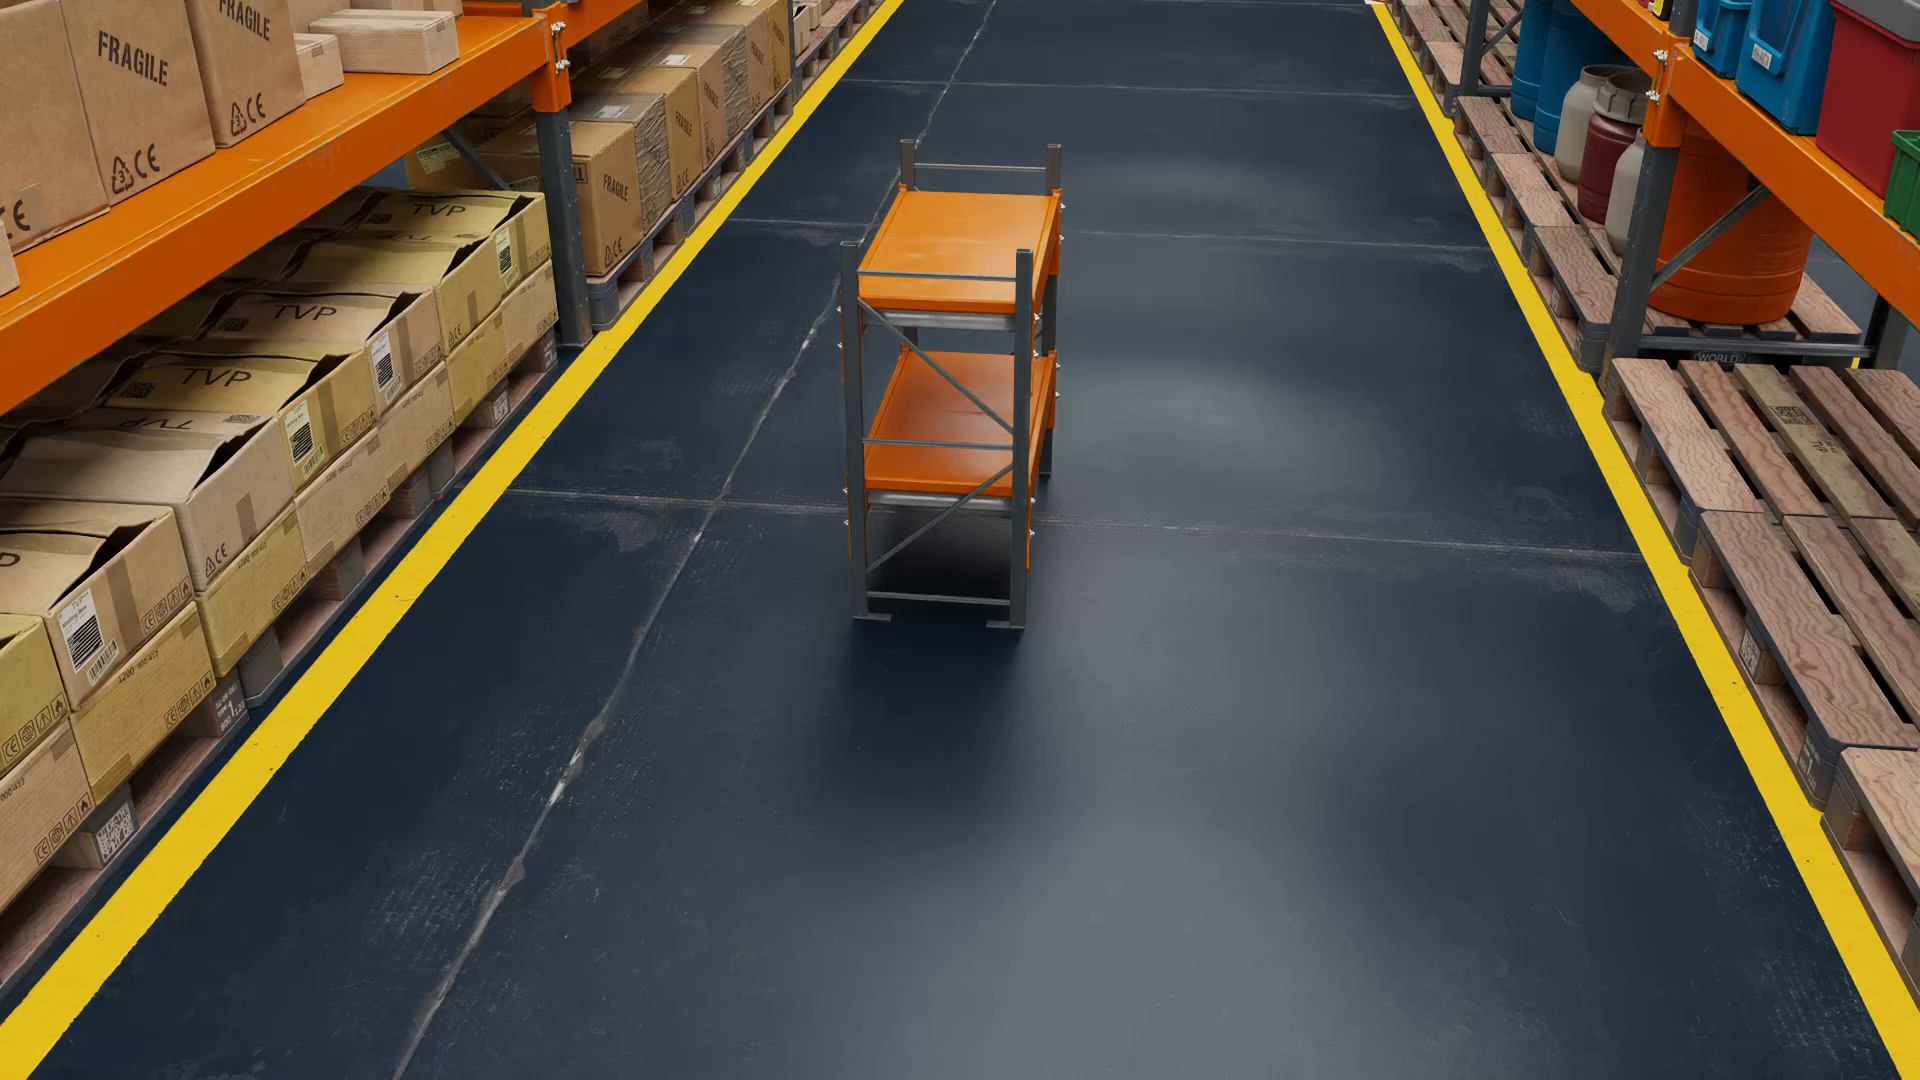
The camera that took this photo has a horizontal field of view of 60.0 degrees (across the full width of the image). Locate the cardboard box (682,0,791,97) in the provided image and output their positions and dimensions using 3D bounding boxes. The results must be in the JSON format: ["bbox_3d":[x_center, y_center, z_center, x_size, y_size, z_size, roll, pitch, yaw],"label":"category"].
[{"bbox_3d":[-1.282,-2.867,9.581,0.500,0.500,0.500,3,28,6],"label":"cardboard box"}]

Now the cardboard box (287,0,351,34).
[{"bbox_3d":[-2.298,-1.691,5.320,0.500,0.311,0.500,3,28,6],"label":"cardboard box"}]

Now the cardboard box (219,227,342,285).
[{"bbox_3d":[-2.408,-0.884,5.593,0.500,0.311,0.500,3,28,5],"label":"cardboard box"}]

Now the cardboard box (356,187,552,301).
[{"bbox_3d":[-1.816,-1.100,5.995,0.500,0.311,0.500,4,29,8],"label":"cardboard box"}]

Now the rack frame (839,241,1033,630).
[{"bbox_3d":[-0.061,-0.259,4.545,0.500,1.125,0.032,3,28,6],"label":"rack frame"}]

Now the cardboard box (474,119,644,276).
[{"bbox_3d":[-1.657,-1.431,6.915,0.500,0.500,0.500,5,29,8],"label":"cardboard box"}]

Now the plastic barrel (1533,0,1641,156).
[{"bbox_3d":[3.239,-2.406,8.323,0.600,0.901,0.708,3,28,6],"label":"plastic barrel"}]

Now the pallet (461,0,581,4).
[{"bbox_3d":[-1.983,-2.379,6.705,1.213,0.211,1.003,3,28,6],"label":"pallet"}]

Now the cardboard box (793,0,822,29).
[{"bbox_3d":[-1.144,-3.562,11.222,0.380,0.166,0.250,3,28,6],"label":"cardboard box"}]

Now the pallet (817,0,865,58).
[{"bbox_3d":[-1.274,-3.694,11.885,1.003,0.211,1.213,3,28,6],"label":"pallet"}]

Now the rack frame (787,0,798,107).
[{"bbox_3d":[-1.506,-4.023,9.554,1.000,3.000,0.127,3,28,6],"label":"rack frame"}]

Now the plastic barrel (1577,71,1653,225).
[{"bbox_3d":[3.101,-1.736,7.410,0.600,0.588,0.708,3,28,6],"label":"plastic barrel"}]

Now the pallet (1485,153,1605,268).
[{"bbox_3d":[3.127,-1.569,7.939,1.003,0.211,1.213,3,28,6],"label":"pallet"}]

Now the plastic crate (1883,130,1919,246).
[{"bbox_3d":[2.362,-0.710,3.629,0.450,0.188,0.662,3,28,6],"label":"plastic crate"}]

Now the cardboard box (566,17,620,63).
[{"bbox_3d":[-1.991,-2.526,8.156,0.500,0.250,0.500,3,28,5],"label":"cardboard box"}]

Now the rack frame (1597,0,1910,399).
[{"bbox_3d":[2.919,-1.850,5.522,1.000,3.000,0.127,3,28,6],"label":"rack frame"}]

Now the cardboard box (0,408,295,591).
[{"bbox_3d":[-2.060,-0.137,4.207,0.500,0.311,0.500,2,28,5],"label":"cardboard box"}]

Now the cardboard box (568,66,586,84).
[{"bbox_3d":[-2.051,-1.931,7.842,0.500,0.500,0.500,2,28,4],"label":"cardboard box"}]

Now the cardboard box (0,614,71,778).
[{"bbox_3d":[-2.188,0.342,3.318,0.500,0.311,0.500,3,29,6],"label":"cardboard box"}]

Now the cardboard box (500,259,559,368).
[{"bbox_3d":[-1.819,-0.852,6.126,0.500,0.250,0.500,4,29,7],"label":"cardboard box"}]

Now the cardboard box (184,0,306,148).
[{"bbox_3d":[-2.186,-1.393,4.568,0.500,0.500,0.500,2,28,3],"label":"cardboard box"}]

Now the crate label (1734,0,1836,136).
[{"bbox_3d":[2.529,-1.414,4.674,0.502,0.435,0.616,3,28,6],"label":"crate label"}]

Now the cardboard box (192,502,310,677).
[{"bbox_3d":[-2.066,0.109,4.342,0.500,0.250,0.500,3,28,5],"label":"cardboard box"}]

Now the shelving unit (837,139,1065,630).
[{"bbox_3d":[0.001,-0.498,4.989,0.538,1.125,1.048,3,28,6],"label":"shelving unit"}]

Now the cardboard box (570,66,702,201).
[{"bbox_3d":[-1.532,-1.913,7.810,0.500,0.500,0.500,3,28,6],"label":"cardboard box"}]

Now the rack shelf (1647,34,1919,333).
[{"bbox_3d":[2.674,-0.592,3.945,1.077,0.370,4.000,3,28,6],"label":"rack shelf"}]

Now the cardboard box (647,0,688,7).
[{"bbox_3d":[-1.807,-2.902,9.646,0.500,0.500,0.500,2,28,4],"label":"cardboard box"}]

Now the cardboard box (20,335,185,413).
[{"bbox_3d":[-2.535,-0.402,4.698,0.500,0.311,0.500,3,28,6],"label":"cardboard box"}]

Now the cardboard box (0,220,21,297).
[{"bbox_3d":[-2.175,-0.552,3.376,0.380,0.149,0.250,3,28,6],"label":"cardboard box"}]

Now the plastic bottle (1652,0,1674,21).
[{"bbox_3d":[2.546,-2.014,5.949,0.061,0.283,0.133,3,28,6],"label":"plastic bottle"}]

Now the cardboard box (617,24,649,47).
[{"bbox_3d":[-1.930,-2.416,8.743,0.500,0.500,0.500,4,29,7],"label":"cardboard box"}]

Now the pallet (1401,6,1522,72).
[{"bbox_3d":[3.608,-3.430,11.394,1.003,0.211,1.213,3,28,6],"label":"pallet"}]

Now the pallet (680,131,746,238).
[{"bbox_3d":[-1.715,-1.834,8.432,1.003,0.211,1.213,3,28,6],"label":"pallet"}]

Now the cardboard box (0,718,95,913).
[{"bbox_3d":[-2.191,0.593,3.443,0.500,0.250,0.500,3,28,5],"label":"cardboard box"}]

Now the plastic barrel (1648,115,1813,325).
[{"bbox_3d":[2.962,-1.311,6.366,0.600,0.830,0.708,3,28,6],"label":"plastic barrel"}]

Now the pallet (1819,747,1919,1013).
[{"bbox_3d":[2.487,0.888,3.379,1.003,0.211,1.213,3,28,6],"label":"pallet"}]

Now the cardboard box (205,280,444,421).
[{"bbox_3d":[-1.938,-0.618,5.099,0.500,0.311,0.500,3,28,6],"label":"cardboard box"}]

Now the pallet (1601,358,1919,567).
[{"bbox_3d":[2.786,-0.260,5.510,1.003,0.211,1.213,3,28,6],"label":"pallet"}]

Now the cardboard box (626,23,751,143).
[{"bbox_3d":[-1.413,-2.399,8.712,0.500,0.500,0.500,4,29,7],"label":"cardboard box"}]

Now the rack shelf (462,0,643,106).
[{"bbox_3d":[-1.751,-2.765,7.977,1.077,0.370,4.000,3,28,6],"label":"rack shelf"}]

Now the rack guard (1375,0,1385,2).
[{"bbox_3d":[3.890,-4.528,13.127,1.175,0.500,0.348,3,28,6],"label":"rack guard"}]

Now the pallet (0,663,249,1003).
[{"bbox_3d":[-2.435,0.622,3.874,1.003,0.211,1.213,3,28,6],"label":"pallet"}]

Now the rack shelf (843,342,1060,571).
[{"bbox_3d":[0.001,-0.283,5.105,0.538,0.278,1.000,3,28,6],"label":"rack shelf"}]

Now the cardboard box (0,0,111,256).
[{"bbox_3d":[-2.311,-0.910,3.670,0.500,0.500,0.500,5,29,10],"label":"cardboard box"}]

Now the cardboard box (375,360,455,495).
[{"bbox_3d":[-1.943,-0.373,5.236,0.500,0.250,0.500,4,29,7],"label":"cardboard box"}]

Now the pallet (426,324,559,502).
[{"bbox_3d":[-2.136,-0.527,6.006,1.003,0.211,1.213,3,28,6],"label":"pallet"}]

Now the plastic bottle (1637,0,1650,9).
[{"bbox_3d":[2.574,-2.123,6.151,0.061,0.283,0.133,3,28,6],"label":"plastic bottle"}]
